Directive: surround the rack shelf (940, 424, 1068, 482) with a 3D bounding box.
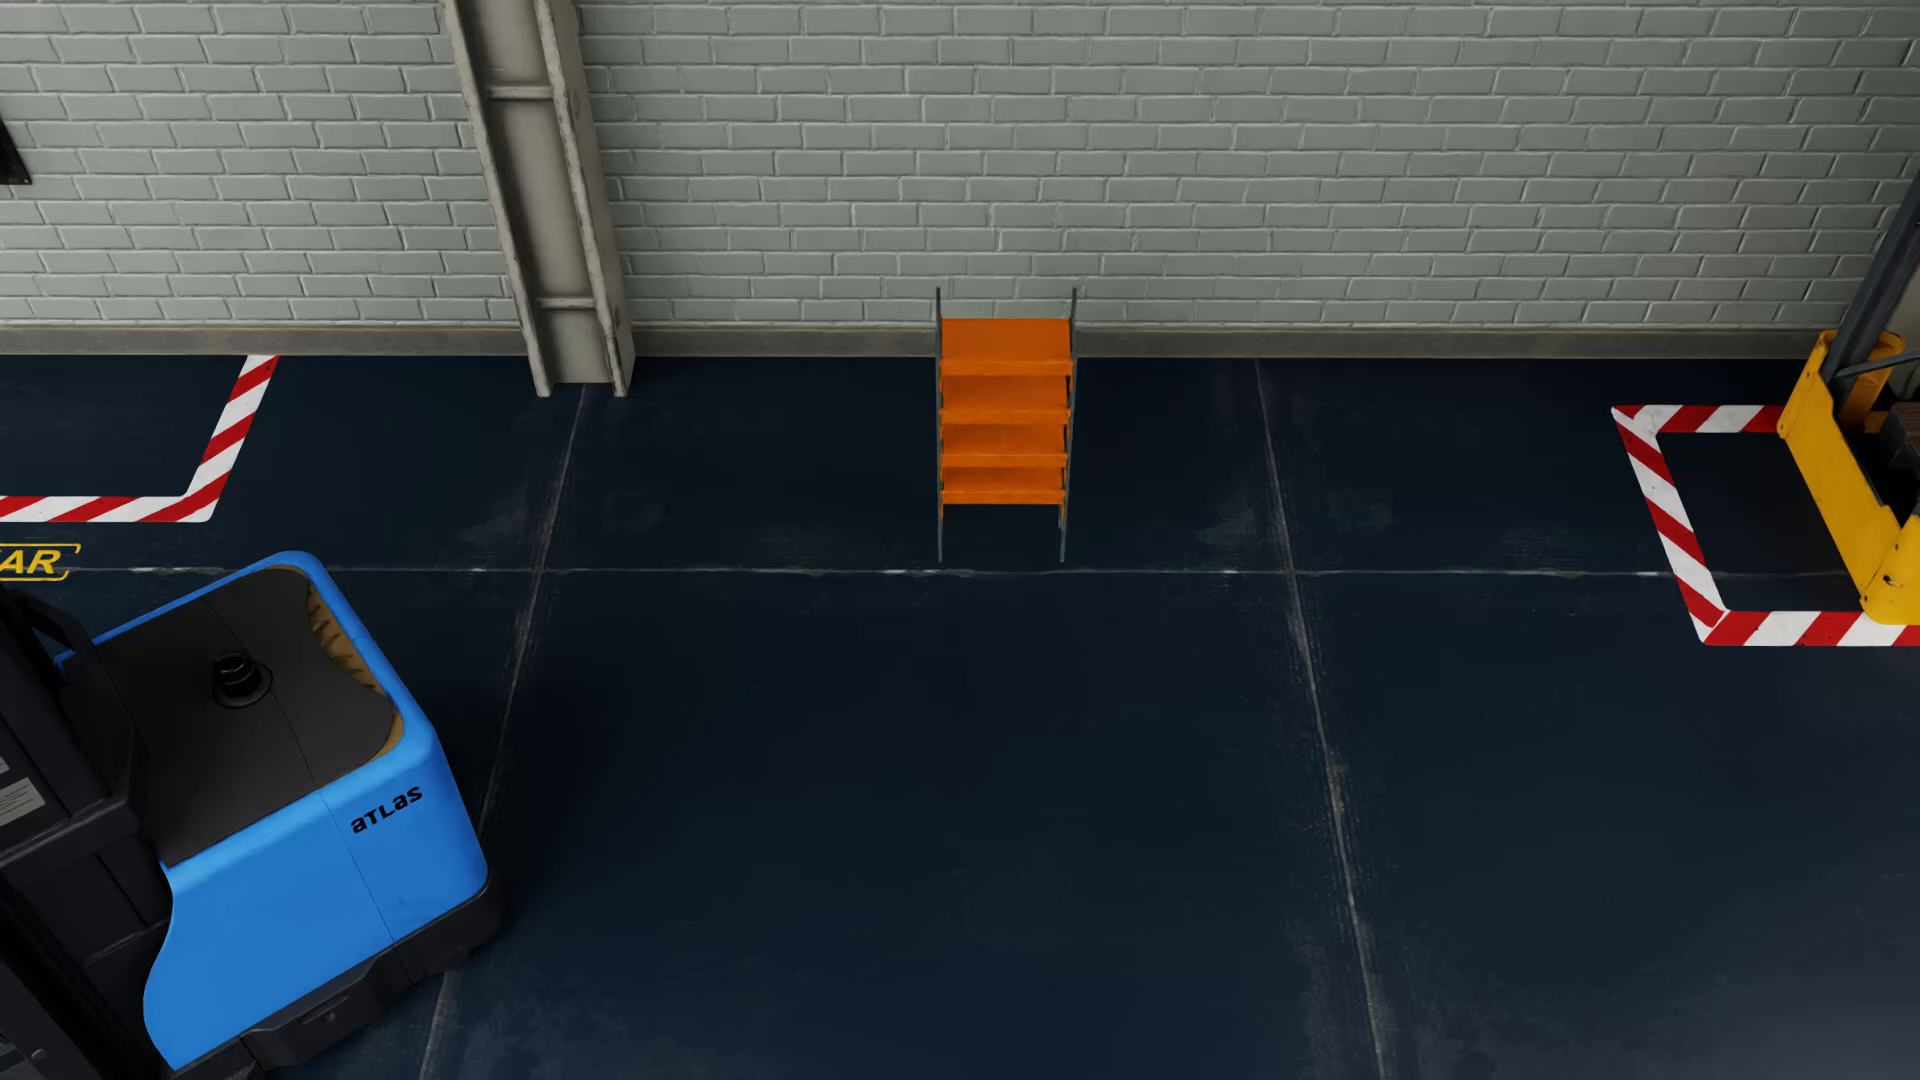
[{"bbox_3d":[0.166,-0.363,6.360,0.480,0.148,0.258,0,47,0],"label":"rack shelf"}]

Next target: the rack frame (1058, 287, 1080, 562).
[{"bbox_3d":[0.410,-0.408,6.310,0.015,1.200,0.240,0,47,0],"label":"rack frame"}]

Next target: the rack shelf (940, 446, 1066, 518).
[{"bbox_3d":[0.166,-0.227,6.505,0.480,0.148,0.258,0,47,0],"label":"rack shelf"}]

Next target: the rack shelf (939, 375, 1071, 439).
[{"bbox_3d":[0.166,-0.515,6.196,0.480,0.148,0.258,0,47,0],"label":"rack shelf"}]

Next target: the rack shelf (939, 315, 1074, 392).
[{"bbox_3d":[0.166,-0.676,6.023,0.480,0.148,0.258,0,47,0],"label":"rack shelf"}]

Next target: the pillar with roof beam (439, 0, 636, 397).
[{"bbox_3d":[-1.683,-0.662,1.218,0.400,9.000,9.100,0,47,0],"label":"pillar with roof beam"}]

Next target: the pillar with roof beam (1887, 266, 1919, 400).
[{"bbox_3d":[4.317,-0.645,1.203,0.400,9.000,9.100,0,47,0],"label":"pillar with roof beam"}]

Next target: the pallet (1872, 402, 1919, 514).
[{"bbox_3d":[4.518,-0.143,6.739,1.213,0.211,1.003,0,47,0],"label":"pallet"}]

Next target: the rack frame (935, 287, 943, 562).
[{"bbox_3d":[-0.078,-0.409,6.311,0.015,1.200,0.240,0,47,0],"label":"rack frame"}]

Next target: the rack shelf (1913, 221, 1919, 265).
[{"bbox_3d":[5.629,-0.871,6.003,4.000,0.370,1.077,0,47,0],"label":"rack shelf"}]

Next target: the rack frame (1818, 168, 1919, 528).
[{"bbox_3d":[3.629,-1.121,5.745,0.127,3.000,1.000,0,47,0],"label":"rack frame"}]

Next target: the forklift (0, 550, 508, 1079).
[{"bbox_3d":[-2.974,0.678,4.117,3.031,2.935,1.130,-29,54,-25],"label":"forklift"}]

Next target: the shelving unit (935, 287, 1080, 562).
[{"bbox_3d":[0.166,-0.408,6.310,0.503,1.200,0.258,0,47,0],"label":"shelving unit"}]

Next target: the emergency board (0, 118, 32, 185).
[{"bbox_3d":[-4.138,-1.804,6.380,0.643,1.169,0.194,0,47,0],"label":"emergency board"}]

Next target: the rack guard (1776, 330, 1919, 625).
[{"bbox_3d":[3.705,-0.269,6.659,0.348,0.500,1.175,0,47,0],"label":"rack guard"}]
